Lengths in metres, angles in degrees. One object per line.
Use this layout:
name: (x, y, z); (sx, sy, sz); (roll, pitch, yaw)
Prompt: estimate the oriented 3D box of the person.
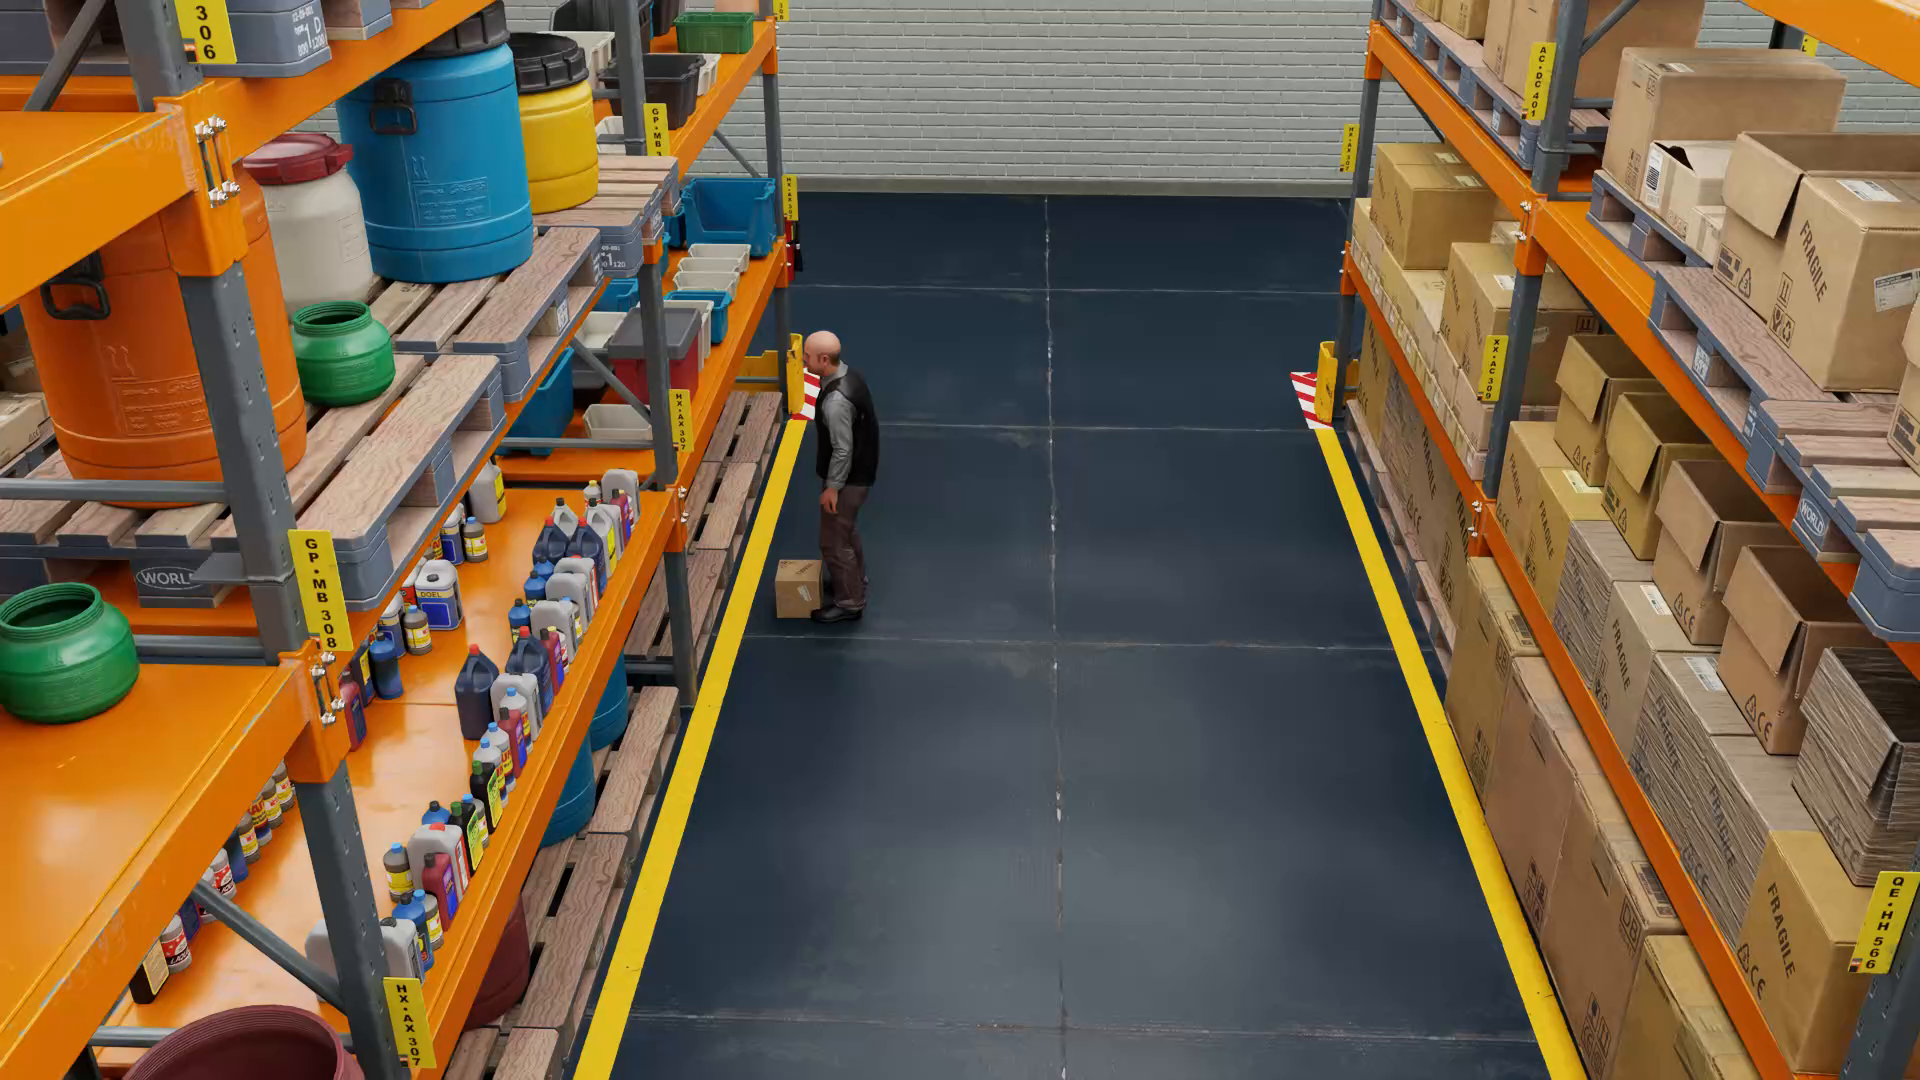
person: (-0.652, -0.369, 9.348); (0.421, 1.720, 0.580); (1, 28, 2)
